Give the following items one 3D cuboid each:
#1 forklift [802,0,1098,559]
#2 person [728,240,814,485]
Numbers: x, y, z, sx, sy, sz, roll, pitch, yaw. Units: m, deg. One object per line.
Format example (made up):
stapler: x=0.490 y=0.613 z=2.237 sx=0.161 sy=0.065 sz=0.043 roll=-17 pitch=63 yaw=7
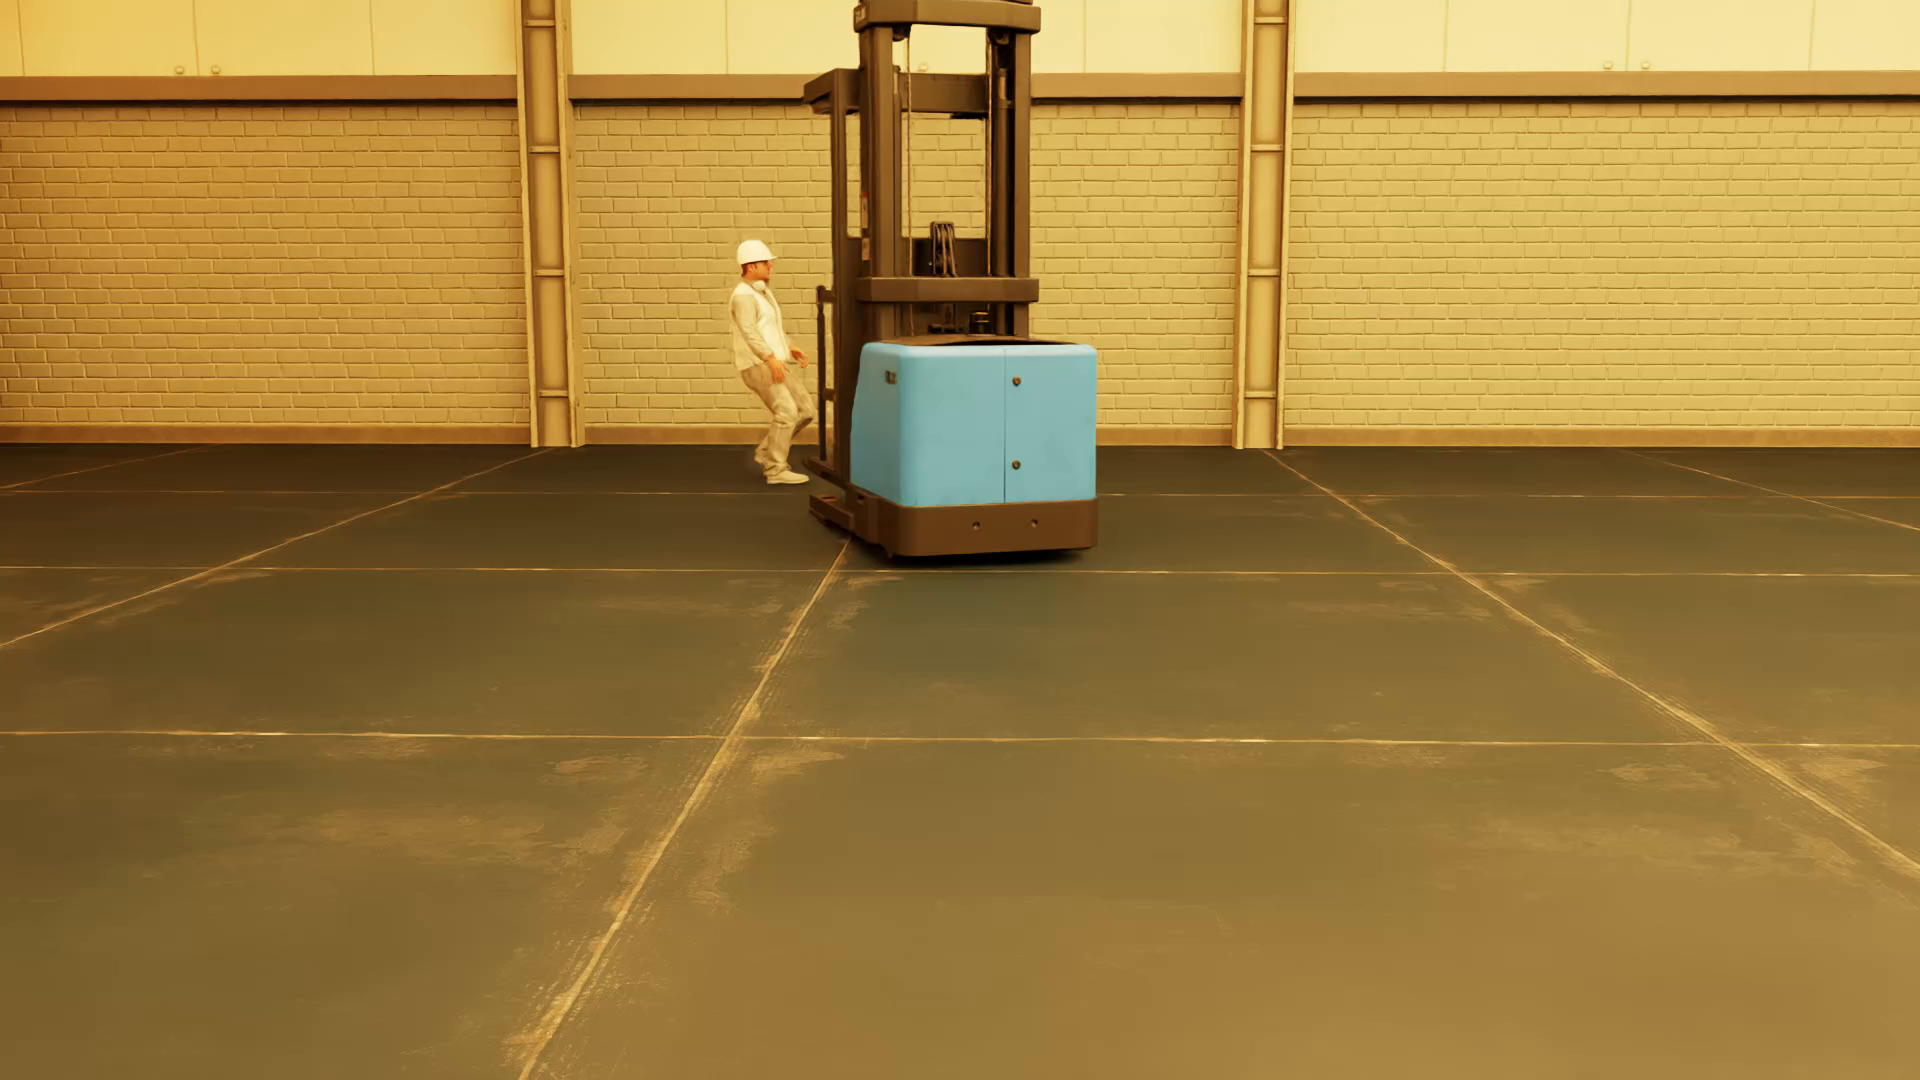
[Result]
forklift: x=-0.243 y=-1.537 z=9.356 sx=1.130 sy=2.935 sz=3.031 roll=-3 pitch=9 yaw=-18
person: x=-1.303 y=-1.249 z=11.634 sx=0.625 sy=1.681 sz=0.767 roll=2 pitch=9 yaw=12
